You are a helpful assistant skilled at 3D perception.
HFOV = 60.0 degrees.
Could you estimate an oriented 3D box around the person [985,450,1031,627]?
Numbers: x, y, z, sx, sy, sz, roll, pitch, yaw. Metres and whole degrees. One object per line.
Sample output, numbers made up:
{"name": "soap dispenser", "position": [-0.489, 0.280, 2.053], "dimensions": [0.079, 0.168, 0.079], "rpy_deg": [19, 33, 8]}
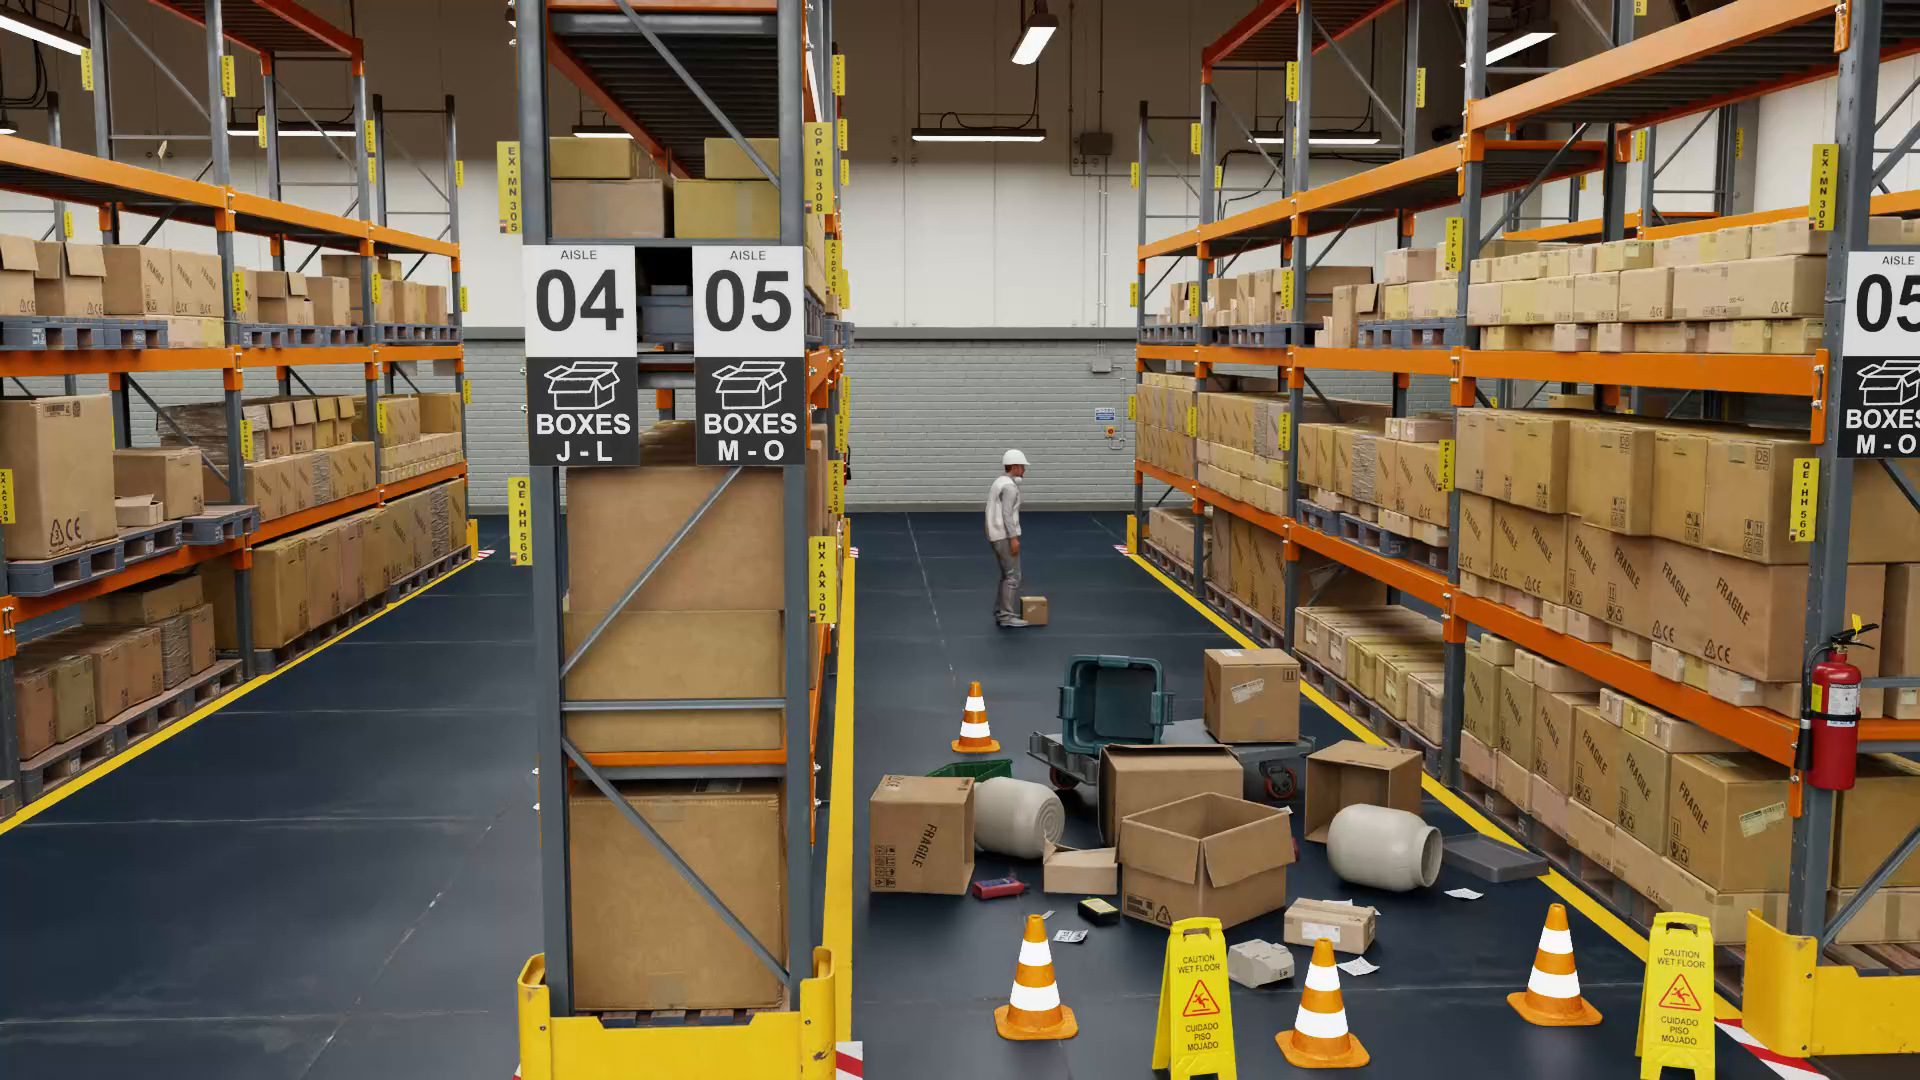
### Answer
{"name": "person", "position": [0.489, -0.028, 16.876], "dimensions": [0.466, 1.769, 0.579], "rpy_deg": [-1, 7, -6]}
